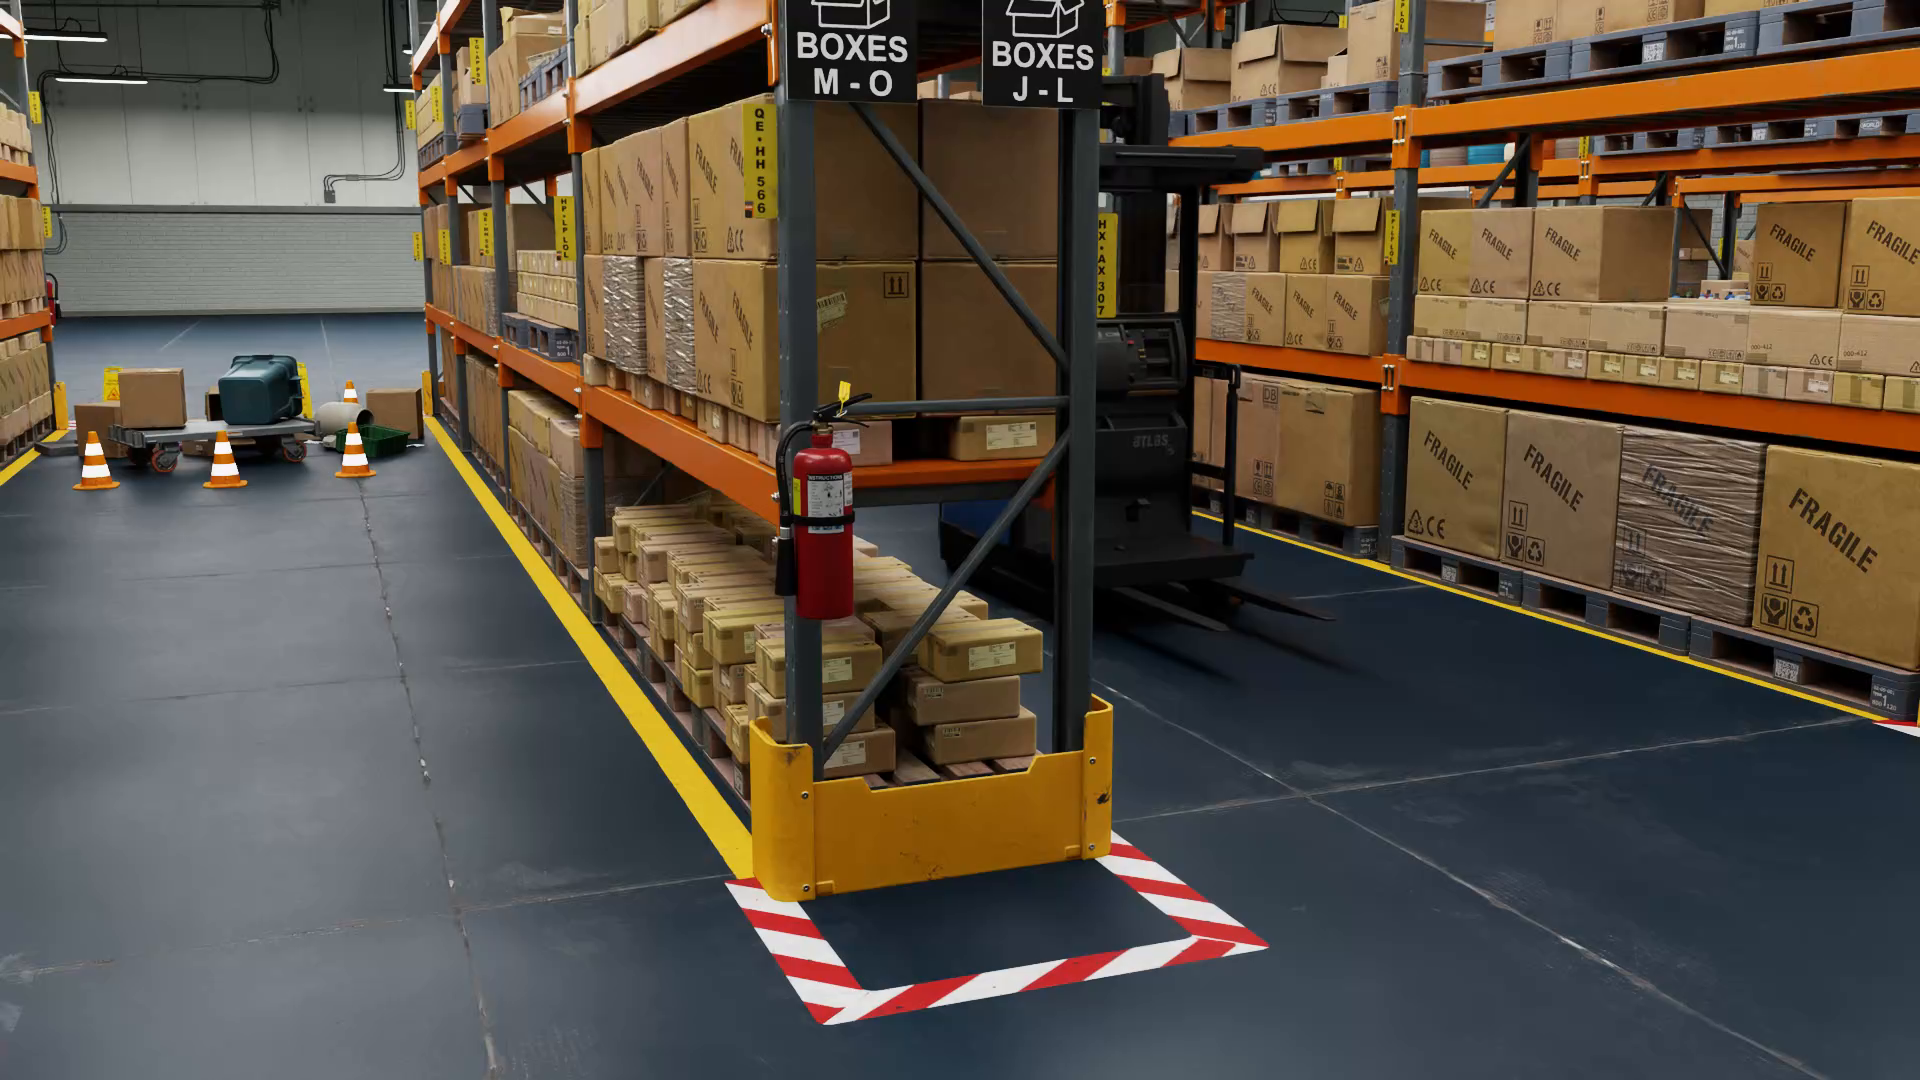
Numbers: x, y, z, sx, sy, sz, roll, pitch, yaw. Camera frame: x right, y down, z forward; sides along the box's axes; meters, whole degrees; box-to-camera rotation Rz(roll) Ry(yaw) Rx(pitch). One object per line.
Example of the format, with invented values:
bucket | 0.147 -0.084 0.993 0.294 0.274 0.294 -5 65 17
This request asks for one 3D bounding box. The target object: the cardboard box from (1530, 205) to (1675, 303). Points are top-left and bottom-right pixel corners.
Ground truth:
cardboard box | 3.453 -1.541 8.954 0.500 0.500 0.500 -4 11 -23

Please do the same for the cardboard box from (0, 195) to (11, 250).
cardboard box | -9.104 -2.894 15.135 0.700 0.500 0.500 -4 11 -21

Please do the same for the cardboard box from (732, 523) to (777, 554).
cardboard box | -0.886 0.012 8.032 0.380 0.149 0.250 -4 11 -19

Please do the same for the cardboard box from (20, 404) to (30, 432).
cardboard box | -9.342 -1.175 16.113 0.500 0.250 0.500 -4 11 -22

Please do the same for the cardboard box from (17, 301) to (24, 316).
cardboard box | -9.567 -2.313 16.576 0.380 0.149 0.250 -4 11 -21

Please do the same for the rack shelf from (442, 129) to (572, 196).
rack shelf | -3.680 -3.163 14.123 1.077 0.370 4.000 -4 11 -21

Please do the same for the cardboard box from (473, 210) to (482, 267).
cardboard box | -4.031 -2.743 15.137 0.700 0.500 0.500 -4 11 -22

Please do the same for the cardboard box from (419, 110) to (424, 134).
cardboard box | -5.733 -4.647 18.508 0.500 0.250 0.500 -4 11 -22

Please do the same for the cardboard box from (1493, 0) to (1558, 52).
cardboard box | 3.493 -3.017 9.480 0.700 0.500 0.500 -5 11 -24

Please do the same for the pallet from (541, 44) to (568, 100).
pallet | -1.630 -2.552 9.176 1.213 0.211 1.003 -4 11 -21

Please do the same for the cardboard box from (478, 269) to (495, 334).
cardboard box | -3.548 -1.901 13.255 0.500 0.500 0.500 -4 11 -21

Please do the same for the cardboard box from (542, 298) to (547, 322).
cardboard box | -2.499 -1.494 10.774 0.380 0.149 0.250 -4 11 -20

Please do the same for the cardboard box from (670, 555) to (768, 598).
cardboard box | -1.031 0.169 7.145 0.380 0.149 0.250 -4 11 -21

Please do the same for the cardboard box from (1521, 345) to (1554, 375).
cardboard box | 3.332 -0.995 9.168 0.380 0.149 0.250 -4 11 -22

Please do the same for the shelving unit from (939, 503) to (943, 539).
shelving unit | 0.060 -0.564 11.163 0.258 1.200 0.503 -4 11 -21

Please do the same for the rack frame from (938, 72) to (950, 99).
rack frame | 0.255 -5.618 17.310 1.000 3.000 0.127 -4 11 -21

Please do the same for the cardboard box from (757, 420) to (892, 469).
cardboard box | -0.438 -0.319 5.367 0.380 0.149 0.250 -4 11 -21

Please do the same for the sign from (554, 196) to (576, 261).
sign | -2.022 -1.595 8.515 0.100 0.325 0.005 -4 11 -21

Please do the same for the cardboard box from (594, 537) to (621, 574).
cardboard box | -1.672 0.069 8.557 0.380 0.149 0.250 -3 11 -18

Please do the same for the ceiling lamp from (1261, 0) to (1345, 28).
ceiling lamp | 6.383 -10.934 30.527 2.000 3.185 0.800 -4 11 -21

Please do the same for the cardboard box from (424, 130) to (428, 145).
cardboard box | -5.571 -4.346 17.956 0.380 0.149 0.250 -4 11 -21

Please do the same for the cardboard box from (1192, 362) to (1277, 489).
cardboard box | 2.251 -0.912 12.853 1.225 0.875 0.875 -4 11 -21

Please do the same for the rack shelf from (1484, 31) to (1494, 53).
rack shelf | 5.596 -5.055 17.340 1.077 0.370 4.000 -4 11 -21

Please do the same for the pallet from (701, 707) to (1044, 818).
pallet | -0.345 0.818 6.219 1.003 0.211 1.213 -4 11 -21

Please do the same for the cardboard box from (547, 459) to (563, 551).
cardboard box | -2.194 -0.225 10.060 0.500 0.500 0.500 -4 11 -22

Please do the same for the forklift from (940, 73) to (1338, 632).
forklift | 0.921 -1.066 9.042 1.130 2.935 3.031 -4 11 -23

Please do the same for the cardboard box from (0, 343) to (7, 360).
cardboard box | -8.933 -1.715 15.155 0.380 0.149 0.250 -4 11 -20

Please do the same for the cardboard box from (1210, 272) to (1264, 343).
cardboard box | 2.184 -1.715 12.212 0.500 0.500 0.500 -4 11 -21

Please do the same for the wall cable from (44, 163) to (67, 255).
wall cable | -26.350 -9.089 45.686 3.097 2.526 0.112 -4 11 -21

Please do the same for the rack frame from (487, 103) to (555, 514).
rack frame | -2.955 -1.713 12.488 1.000 3.000 0.127 -4 11 -21

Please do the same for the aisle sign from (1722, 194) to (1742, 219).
aisle sign | 12.350 -5.533 26.539 0.394 0.787 0.004 -4 11 -21

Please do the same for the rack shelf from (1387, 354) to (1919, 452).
rack shelf | 3.879 -0.678 8.722 1.077 0.370 4.000 -4 11 -21

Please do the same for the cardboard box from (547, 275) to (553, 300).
cardboard box | -2.398 -1.597 10.504 0.380 0.149 0.250 -3 11 -19

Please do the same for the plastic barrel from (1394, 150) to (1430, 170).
plastic barrel | 5.258 -4.633 18.906 0.600 0.901 0.708 -4 11 -21

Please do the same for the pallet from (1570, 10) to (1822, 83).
pallet | 3.879 -2.459 8.367 1.003 0.211 1.213 -4 11 -21

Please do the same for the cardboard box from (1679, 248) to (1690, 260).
cardboard box | 9.191 -3.692 21.474 0.380 0.149 0.250 -4 11 -21

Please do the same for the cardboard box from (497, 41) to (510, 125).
cardboard box | -2.808 -3.048 11.141 0.500 0.500 0.500 -4 11 -21

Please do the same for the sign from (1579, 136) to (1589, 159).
sign | 5.811 -3.715 15.475 0.100 0.325 0.005 -4 11 -21

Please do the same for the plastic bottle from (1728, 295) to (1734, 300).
plastic bottle | 6.611 -1.962 14.255 0.097 0.271 0.097 0 10 0

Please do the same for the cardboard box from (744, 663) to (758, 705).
cardboard box | -0.558 0.529 5.975 0.380 0.149 0.250 -4 11 -22

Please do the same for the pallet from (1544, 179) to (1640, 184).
pallet | 8.718 -5.062 23.002 1.003 0.211 1.213 -4 11 -21

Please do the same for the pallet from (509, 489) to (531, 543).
pallet | -2.673 -0.213 12.014 1.003 0.211 1.213 -4 11 -21

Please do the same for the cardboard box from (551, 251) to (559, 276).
cardboard box | -2.305 -1.702 10.245 0.380 0.149 0.250 -4 11 -23

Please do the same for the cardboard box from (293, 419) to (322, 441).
cardboard box | -6.744 -1.184 17.318 0.396 0.266 0.258 -2 10 -11

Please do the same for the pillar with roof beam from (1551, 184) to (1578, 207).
pillar with roof beam | 7.529 -7.861 29.918 9.100 9.000 0.548 -4 11 -21

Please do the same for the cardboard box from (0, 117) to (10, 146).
cardboard box | -9.436 -3.923 15.922 0.500 0.250 0.500 -4 11 -20

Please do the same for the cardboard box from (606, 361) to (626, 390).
cardboard box | -1.545 -0.832 8.252 0.380 0.149 0.250 -4 11 -19

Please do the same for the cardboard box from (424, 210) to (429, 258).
cardboard box | -5.756 -3.562 19.367 0.875 0.550 0.550 -4 11 -21

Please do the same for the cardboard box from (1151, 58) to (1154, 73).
cardboard box | 1.774 -3.877 14.372 0.500 0.500 0.500 -4 11 -20

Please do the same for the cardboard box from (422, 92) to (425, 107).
cardboard box | -5.570 -4.739 17.886 0.380 0.149 0.250 -4 11 -22

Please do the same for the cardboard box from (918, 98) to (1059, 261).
cardboard box | 0.029 -1.186 5.531 0.500 0.500 0.500 -4 11 -21

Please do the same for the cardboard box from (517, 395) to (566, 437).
cardboard box | -2.747 -0.848 11.420 0.500 0.250 0.500 -4 11 -22

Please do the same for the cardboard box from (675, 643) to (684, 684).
cardboard box | -0.977 0.509 6.933 0.380 0.149 0.250 -4 11 -20

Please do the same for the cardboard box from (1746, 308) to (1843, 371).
cardboard box | 3.997 -0.924 7.626 0.500 0.250 0.500 -4 11 -22

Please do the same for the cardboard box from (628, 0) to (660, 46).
cardboard box | -1.037 -2.118 6.627 0.500 0.250 0.500 -3 11 -18
